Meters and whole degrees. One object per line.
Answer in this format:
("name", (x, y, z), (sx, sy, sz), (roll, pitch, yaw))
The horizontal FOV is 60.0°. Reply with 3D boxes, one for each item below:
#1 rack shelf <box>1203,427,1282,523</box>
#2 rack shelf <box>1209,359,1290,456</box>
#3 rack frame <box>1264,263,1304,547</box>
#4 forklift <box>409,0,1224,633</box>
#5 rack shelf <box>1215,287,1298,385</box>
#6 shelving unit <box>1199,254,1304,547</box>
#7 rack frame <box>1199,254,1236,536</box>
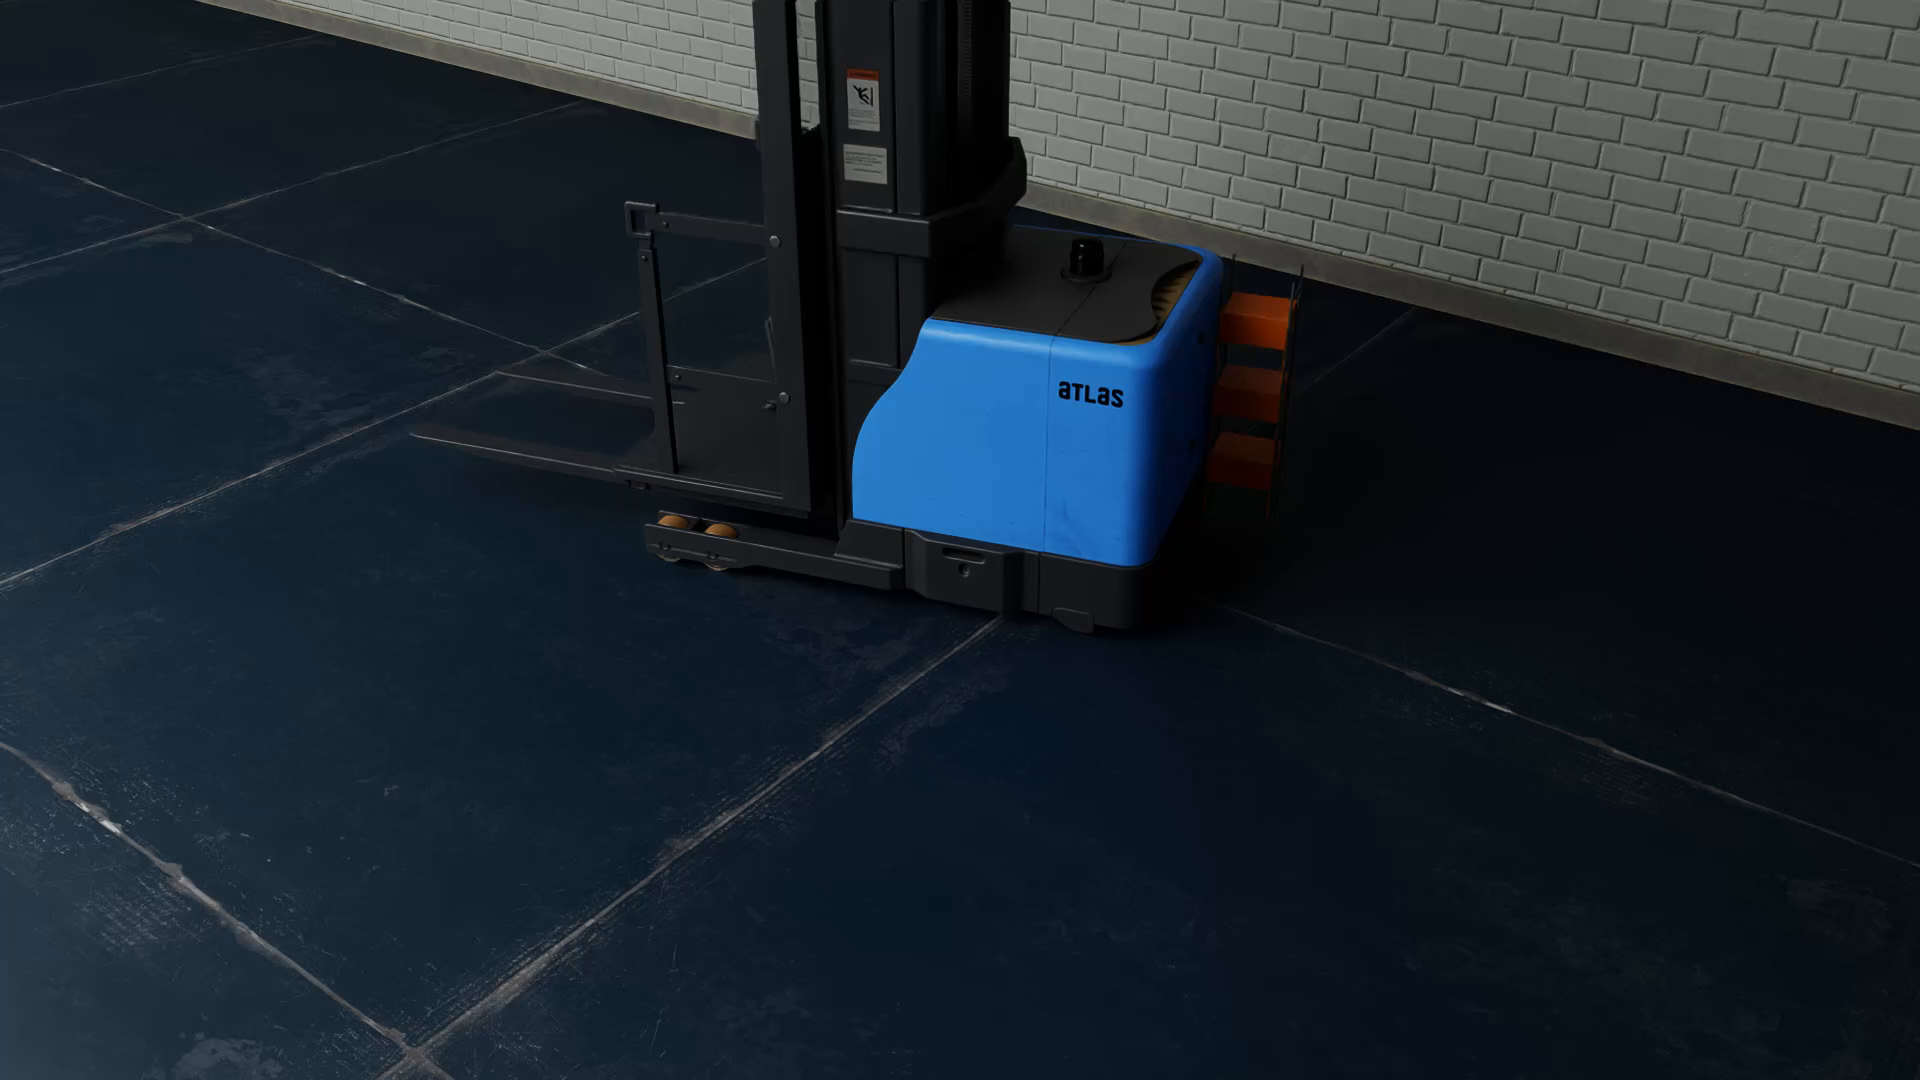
("rack shelf", (1.056, -0.245, 6.200), (0.240, 0.259, 0.215), (10, 32, 17))
("rack shelf", (1.056, -0.484, 6.058), (0.240, 0.259, 0.215), (10, 32, 17))
("rack frame", (1.170, -0.472, 6.017), (0.008, 1.050, 0.200), (10, 32, 17))
("forklift", (-0.628, -1.392, 5.723), (3.031, 2.935, 1.130), (10, 32, 17))
("rack shelf", (1.056, -0.728, 5.913), (0.240, 0.259, 0.215), (10, 32, 17))
("shelving unit", (1.056, -0.493, 6.053), (0.252, 1.050, 0.215), (10, 32, 17))
("rack frame", (0.941, -0.514, 6.088), (0.008, 1.050, 0.200), (10, 32, 17))
